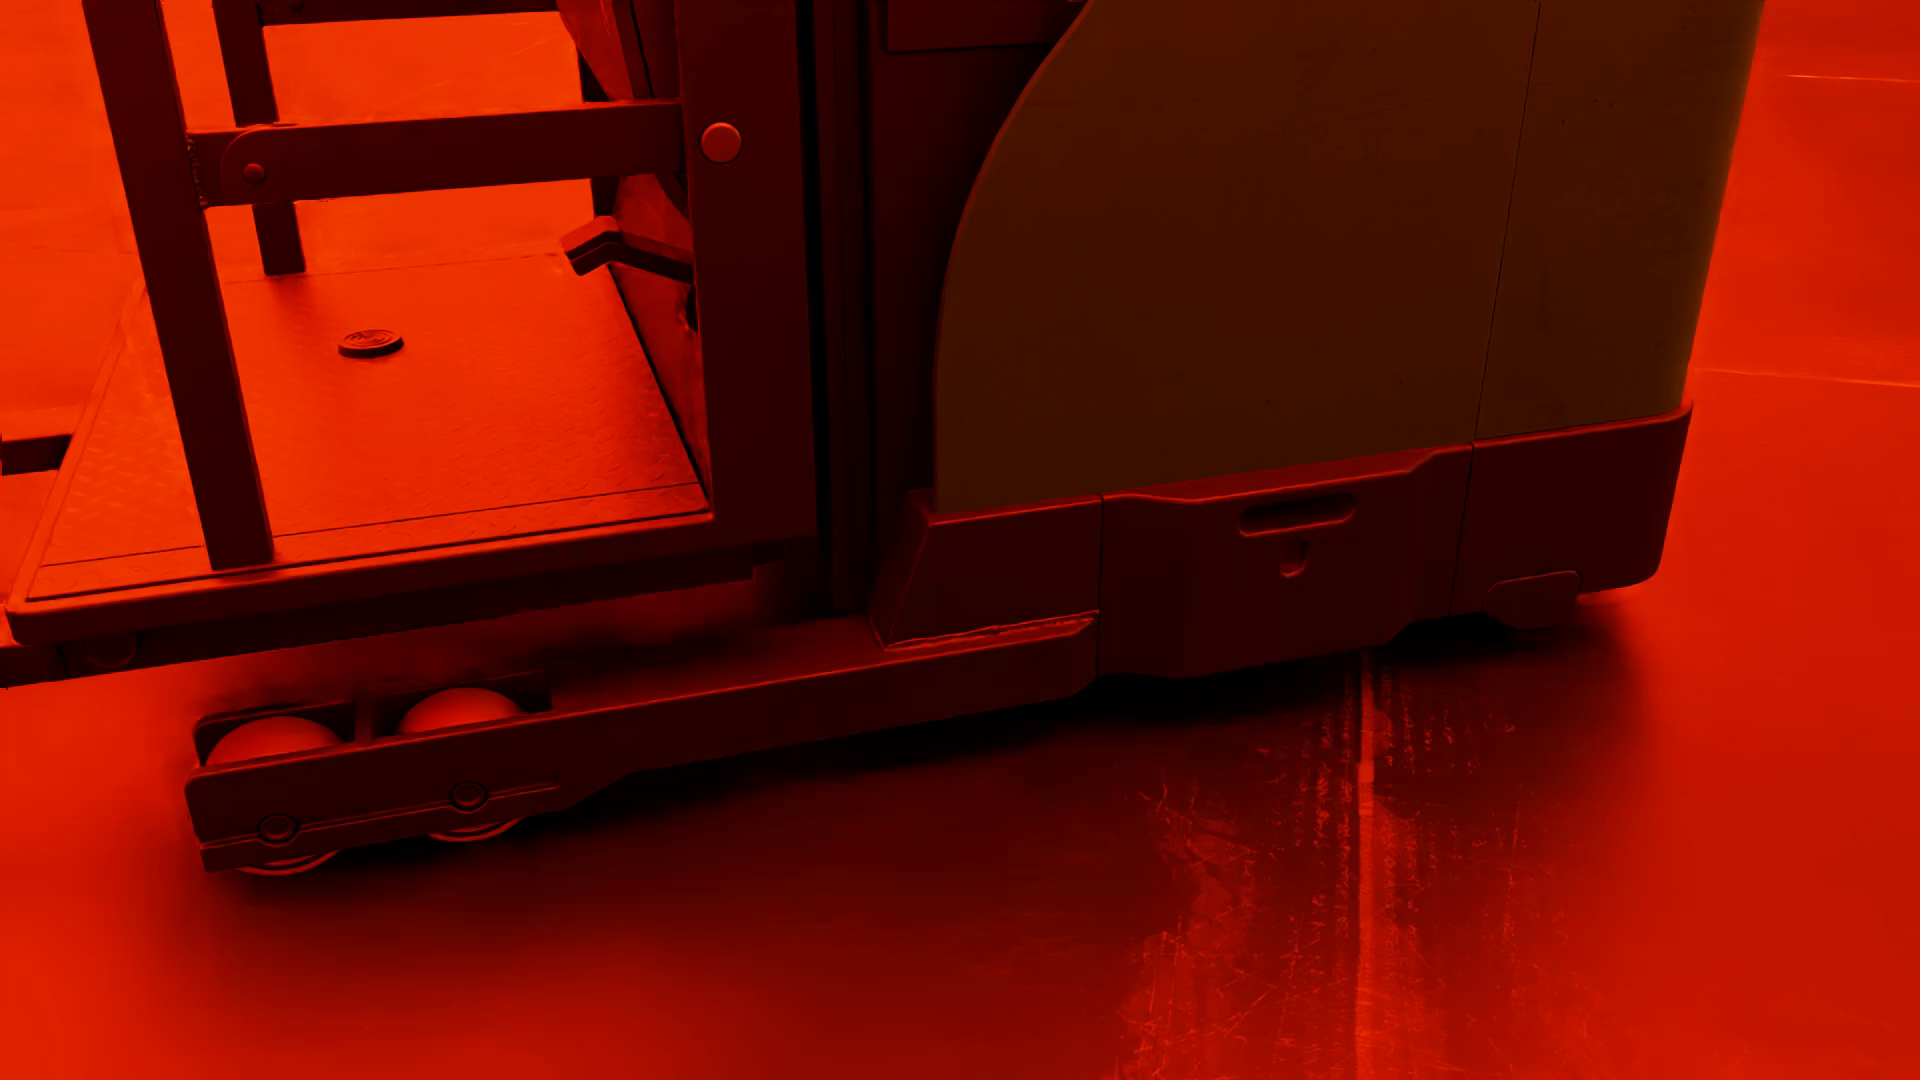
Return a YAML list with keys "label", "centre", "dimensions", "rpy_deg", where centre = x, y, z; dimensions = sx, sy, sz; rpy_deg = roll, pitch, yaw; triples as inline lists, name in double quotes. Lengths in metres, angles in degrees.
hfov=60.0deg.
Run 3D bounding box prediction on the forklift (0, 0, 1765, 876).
- label: "forklift"
  centre: [-0.613, -1.215, 1.655]
  dimensions: [3.031, 2.935, 1.130]
  rpy_deg: [-8, 28, -16]
